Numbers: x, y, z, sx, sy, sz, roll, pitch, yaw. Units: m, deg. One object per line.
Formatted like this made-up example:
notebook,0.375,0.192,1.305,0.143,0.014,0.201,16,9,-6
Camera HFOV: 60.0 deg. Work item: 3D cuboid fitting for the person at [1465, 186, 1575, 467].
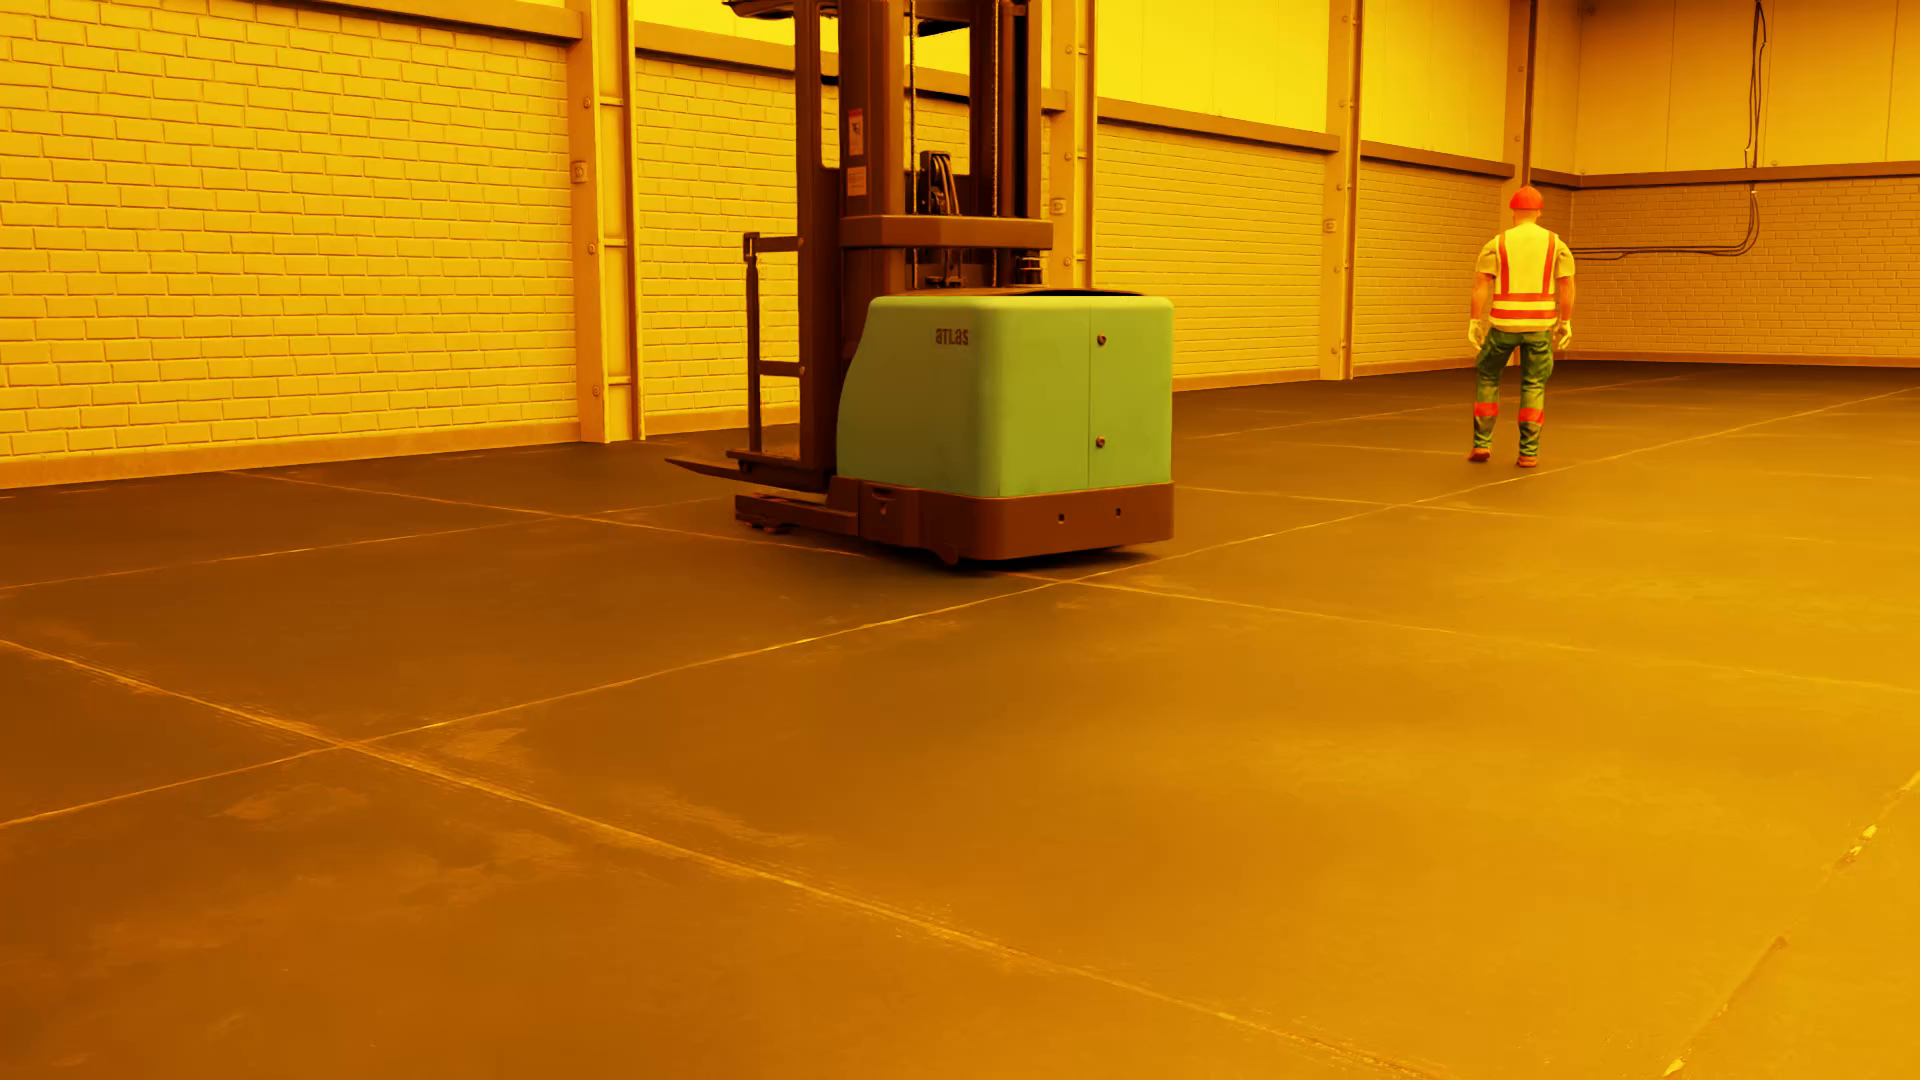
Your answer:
person,3.599,-1.344,10.705,0.640,1.826,0.537,2,9,13

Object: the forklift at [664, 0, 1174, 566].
forklift,-0.395,-1.516,7.640,1.130,2.935,3.031,-6,10,-37
